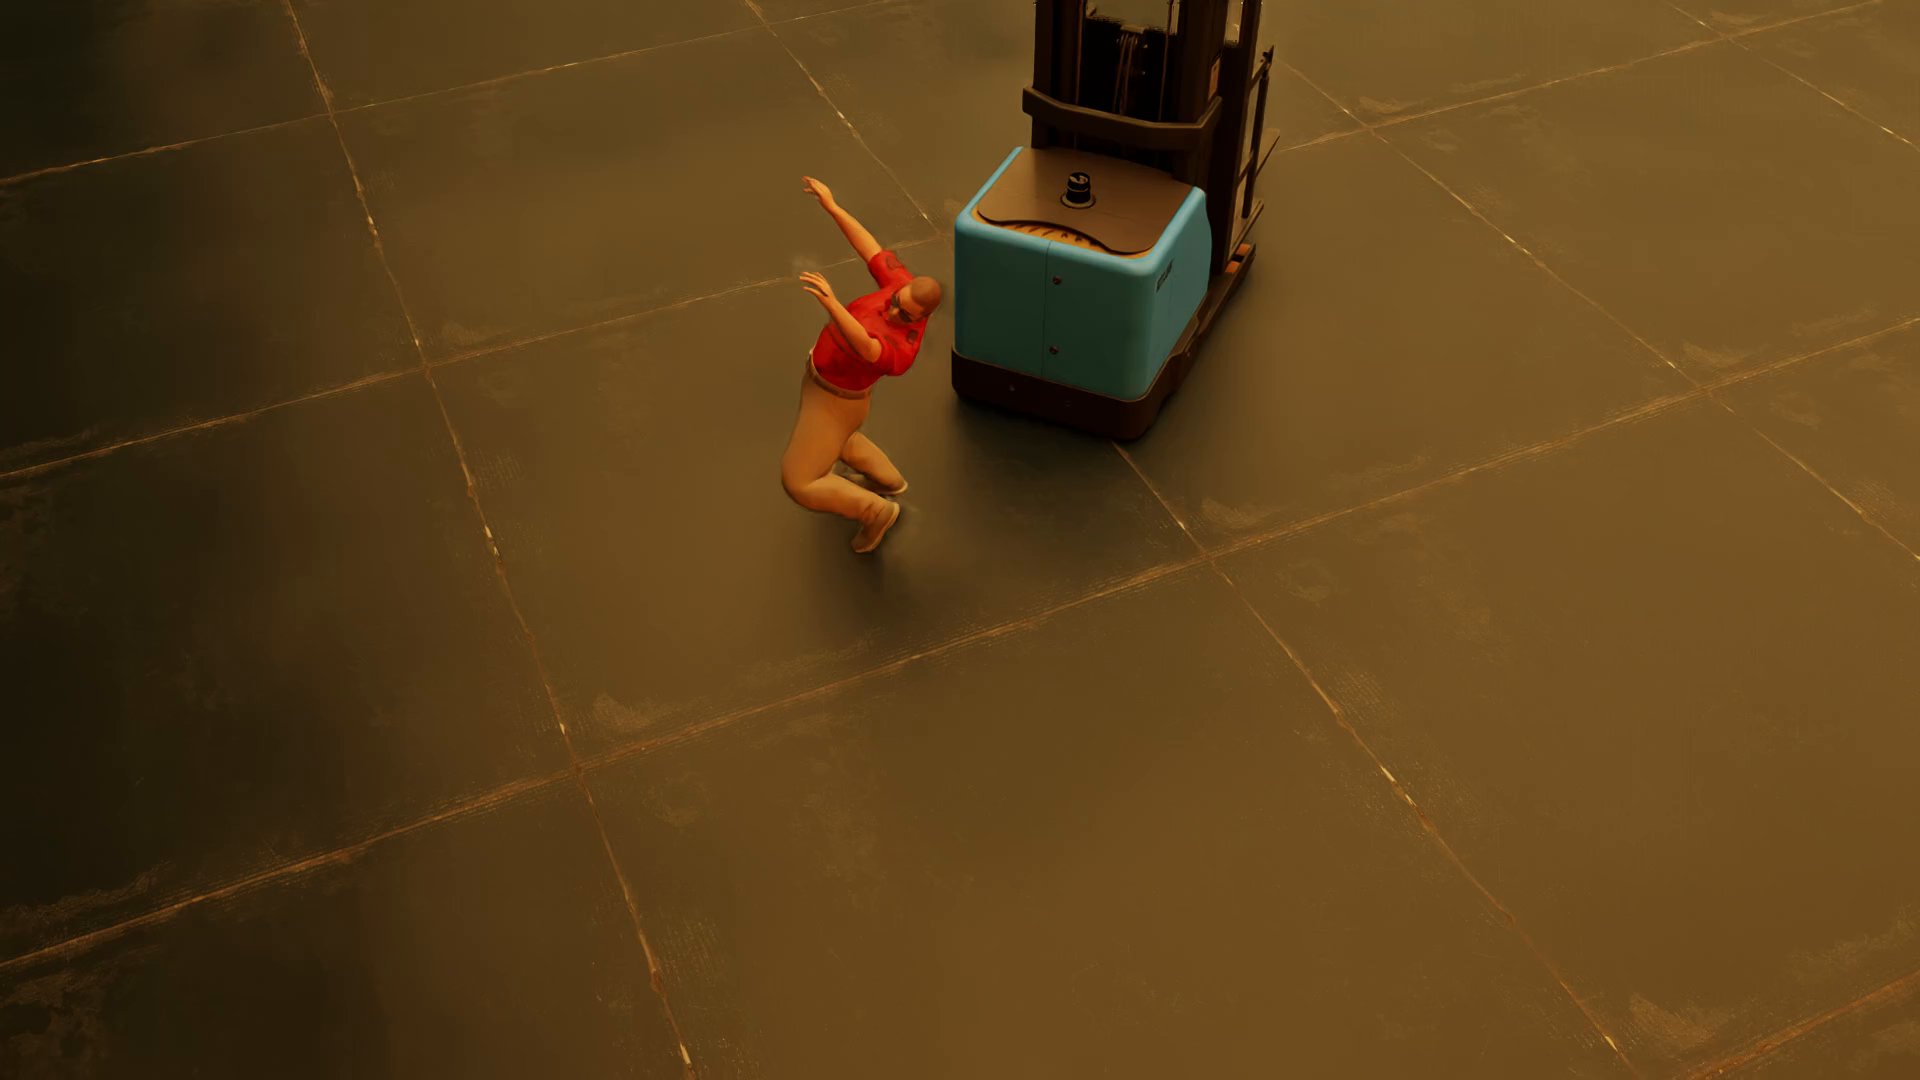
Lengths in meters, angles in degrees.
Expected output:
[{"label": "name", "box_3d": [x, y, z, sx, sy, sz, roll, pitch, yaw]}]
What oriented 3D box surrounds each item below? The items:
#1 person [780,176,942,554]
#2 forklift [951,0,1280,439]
[{"label": "person", "box_3d": [-0.434, -0.743, 7.428, 0.726, 1.660, 0.998, 1, 43, 1]}, {"label": "forklift", "box_3d": [1.028, -2.582, 8.447, 1.130, 2.935, 3.031, 17, 46, 18]}]
